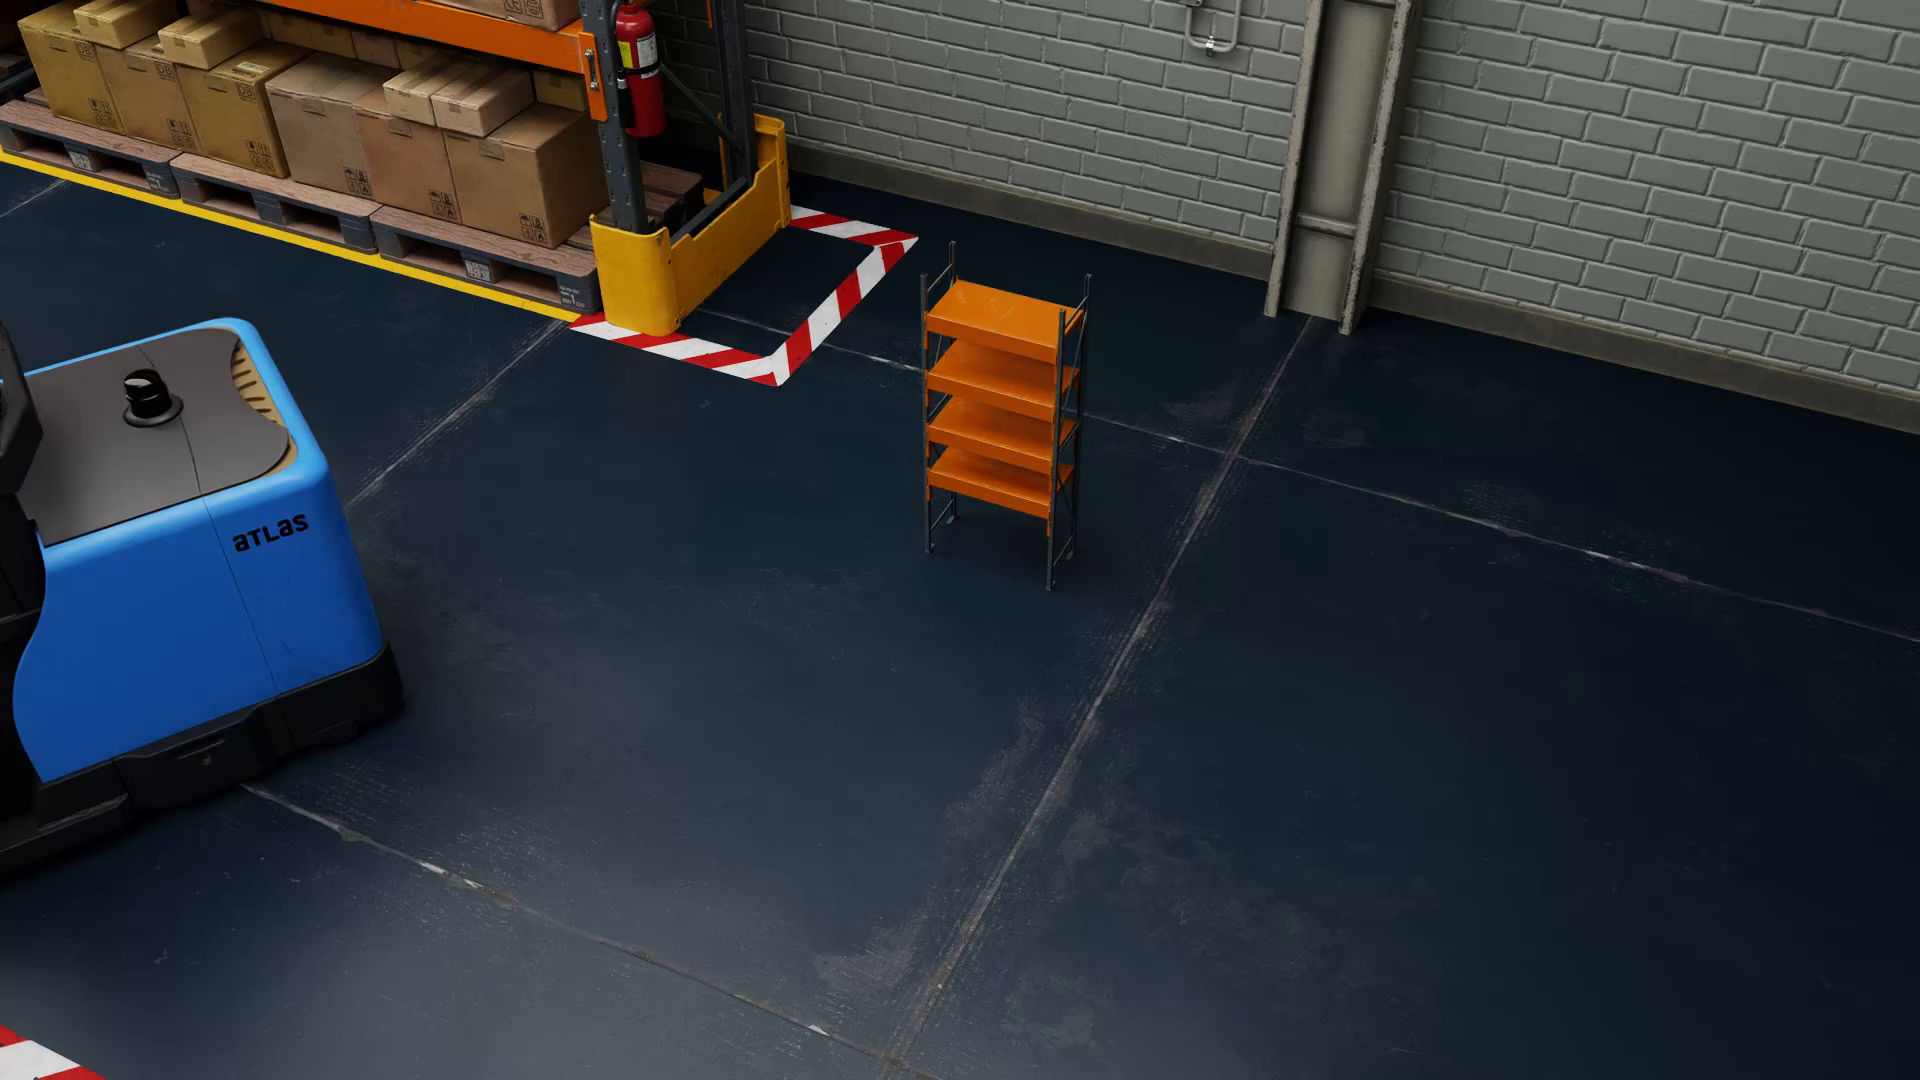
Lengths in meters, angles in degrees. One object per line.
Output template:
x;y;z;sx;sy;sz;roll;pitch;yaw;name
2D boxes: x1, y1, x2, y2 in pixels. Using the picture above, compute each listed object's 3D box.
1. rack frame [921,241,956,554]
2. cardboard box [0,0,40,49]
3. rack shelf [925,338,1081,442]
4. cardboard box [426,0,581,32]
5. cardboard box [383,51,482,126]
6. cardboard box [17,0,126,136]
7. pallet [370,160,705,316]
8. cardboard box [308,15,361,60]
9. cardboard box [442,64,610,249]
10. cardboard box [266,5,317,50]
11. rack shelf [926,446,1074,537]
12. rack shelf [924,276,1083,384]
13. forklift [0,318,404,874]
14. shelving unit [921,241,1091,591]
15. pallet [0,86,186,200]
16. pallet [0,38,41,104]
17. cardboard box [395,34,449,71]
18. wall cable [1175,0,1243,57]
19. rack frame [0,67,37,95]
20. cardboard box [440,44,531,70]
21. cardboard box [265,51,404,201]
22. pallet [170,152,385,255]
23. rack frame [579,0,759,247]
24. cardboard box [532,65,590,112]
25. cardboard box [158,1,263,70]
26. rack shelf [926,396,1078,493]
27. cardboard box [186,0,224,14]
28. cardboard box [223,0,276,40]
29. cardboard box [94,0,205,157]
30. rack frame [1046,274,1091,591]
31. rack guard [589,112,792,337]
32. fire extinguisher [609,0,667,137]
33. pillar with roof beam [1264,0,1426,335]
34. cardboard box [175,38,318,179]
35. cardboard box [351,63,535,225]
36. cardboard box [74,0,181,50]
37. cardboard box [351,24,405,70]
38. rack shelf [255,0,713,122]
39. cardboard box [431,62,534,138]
-0.071;-0.475;5.882;0.015;1.200;0.240;17;44;19;rack frame
-5.485;-2.966;8.702;0.750;0.750;0.750;17;44;19;cardboard box
0.150;-0.526;5.702;0.480;0.148;0.258;17;44;19;rack shelf
-1.682;-2.658;6.797;0.700;0.700;0.980;19;44;21;cardboard box
-2.318;-2.000;7.360;0.250;0.149;0.380;18;44;20;cardboard box
-4.206;-2.463;8.389;0.500;0.500;0.700;18;44;19;cardboard box
-1.973;-1.530;7.854;1.213;0.211;1.003;17;44;19;pallet
-2.844;-2.437;7.864;0.250;0.149;0.380;17;44;19;cardboard box
-1.892;-1.757;7.575;0.500;0.500;0.700;17;44;19;cardboard box
-3.073;-2.507;7.945;0.250;0.149;0.380;16;43;18;cardboard box
0.150;-0.207;5.978;0.480;0.148;0.258;17;44;19;rack shelf
0.150;-0.704;5.547;0.480;0.148;0.258;17;44;19;rack shelf
-3.378;-0.277;4.332;3.031;2.935;1.130;-22;46;-23;forklift
0.150;-0.408;5.804;0.503;1.200;0.258;17;44;19;shelving unit
-4.185;-2.206;8.634;1.213;0.211;1.003;17;44;19;pallet
-5.572;-2.632;9.125;1.213;0.211;1.003;17;44;19;pallet
-2.380;-2.296;7.701;0.250;0.149;0.380;17;44;19;cardboard box
0.345;-3.000;6.645;1.851;1.984;0.084;17;44;19;wall cable
-4.841;-3.517;8.017;0.127;3.000;1.000;17;44;19;rack frame
-2.154;-2.226;7.621;0.250;0.149;0.380;17;44;19;cardboard box
-2.802;-2.035;7.895;0.500;0.500;0.700;16;43;17;cardboard box
-3.075;-1.869;8.245;1.213;0.211;1.003;17;44;19;pallet
-1.216;-2.409;6.739;0.127;3.000;1.000;17;44;19;rack frame
-1.694;-2.087;7.460;0.250;0.149;0.380;17;44;19;cardboard box
-3.500;-2.360;7.776;0.250;0.149;0.380;16;43;17;cardboard box
0.150;-0.357;5.848;0.480;0.148;0.258;17;44;19;rack shelf
-3.536;-2.649;8.108;0.250;0.149;0.380;16;43;17;cardboard box
-3.308;-2.578;8.027;0.250;0.149;0.380;17;44;19;cardboard box
-3.752;-2.322;8.226;0.500;0.500;0.700;17;44;18;cardboard box
0.371;-0.340;5.726;0.015;1.200;0.240;17;44;19;rack frame
-1.194;-1.458;7.550;0.348;0.500;1.175;17;44;19;rack guard
-1.274;-1.923;6.522;0.183;0.674;0.296;17;44;19;fire extinguisher
-0.223;-1.886;1.556;0.400;9.000;9.100;17;44;19;pillar with roof beam
-3.288;-2.178;8.061;0.500;0.500;0.700;18;44;20;cardboard box
-2.346;-1.896;7.735;0.500;0.500;0.700;17;44;19;cardboard box
-3.973;-2.505;7.942;0.250;0.149;0.380;18;44;20;cardboard box
-2.611;-2.366;7.782;0.250;0.149;0.380;18;44;19;cardboard box
-3.028;-2.691;7.614;4.000;0.370;1.077;17;44;19;rack shelf
-2.086;-1.930;7.279;0.250;0.149;0.380;16;44;18;cardboard box
